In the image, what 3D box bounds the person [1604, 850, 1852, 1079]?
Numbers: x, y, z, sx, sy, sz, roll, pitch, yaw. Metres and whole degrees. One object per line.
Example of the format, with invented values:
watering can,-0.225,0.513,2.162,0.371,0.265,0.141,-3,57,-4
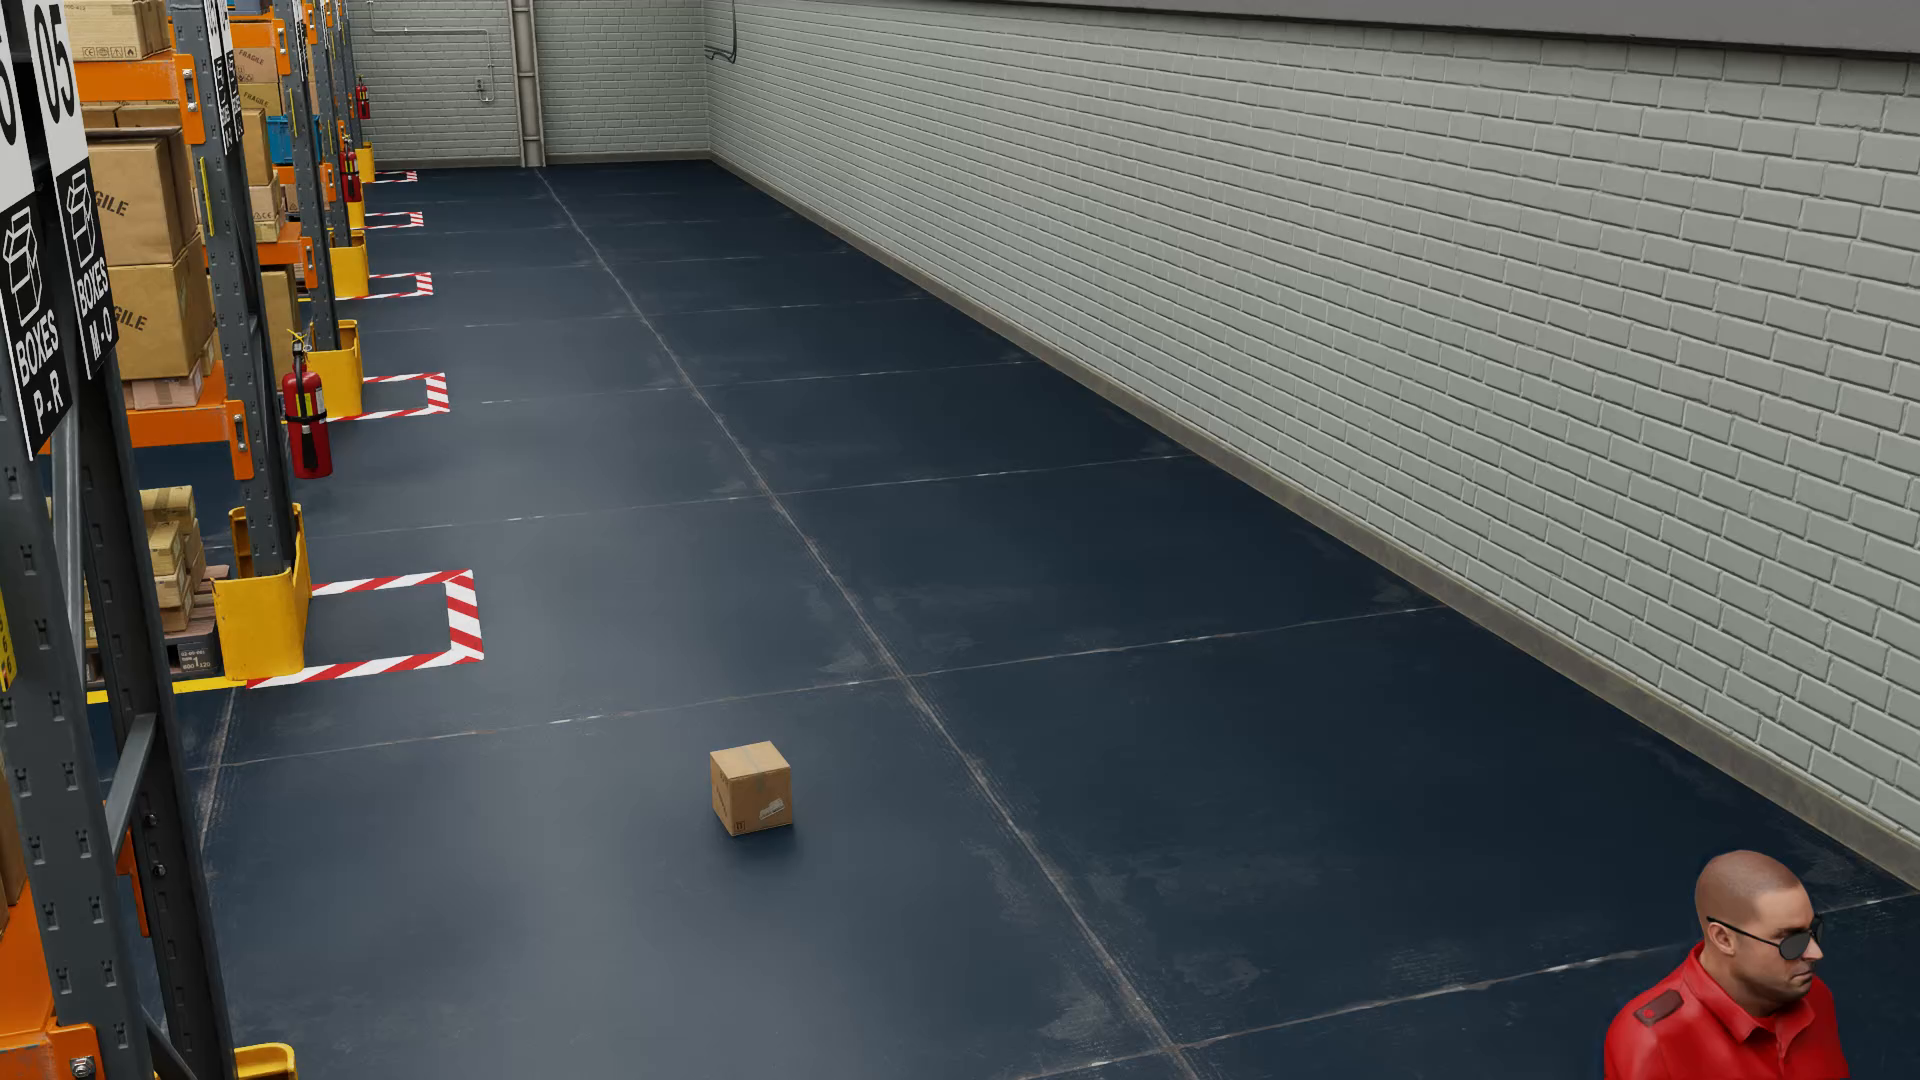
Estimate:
person,1.386,1.360,3.119,0.533,1.699,0.723,-7,20,-20
